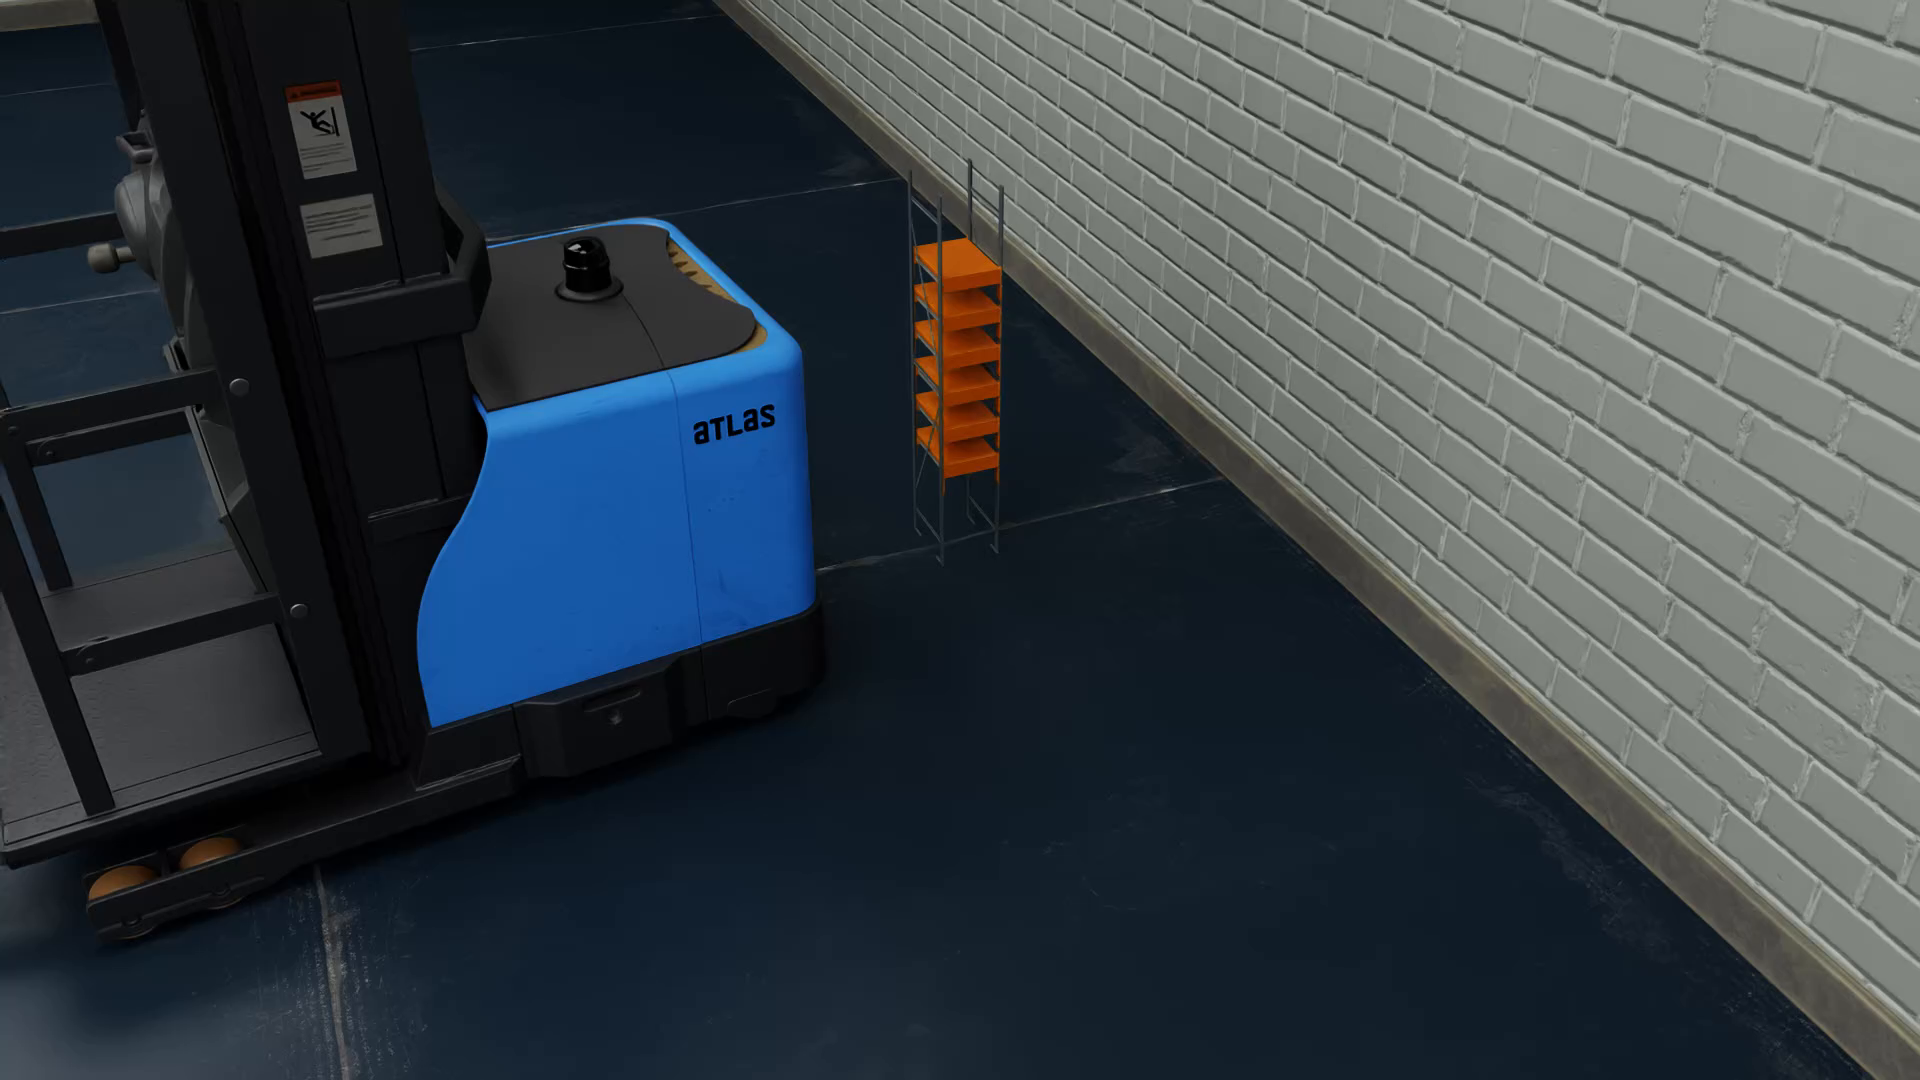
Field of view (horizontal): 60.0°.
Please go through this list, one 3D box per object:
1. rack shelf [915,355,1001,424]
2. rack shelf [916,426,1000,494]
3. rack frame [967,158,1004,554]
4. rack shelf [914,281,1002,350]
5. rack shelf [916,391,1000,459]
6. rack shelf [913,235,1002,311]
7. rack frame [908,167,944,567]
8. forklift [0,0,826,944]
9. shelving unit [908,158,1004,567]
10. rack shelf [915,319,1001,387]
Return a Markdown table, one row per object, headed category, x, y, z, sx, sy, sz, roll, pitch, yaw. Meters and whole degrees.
| category | x | y | z | sx | sy | sz | roll | pitch | yaw |
| --- | --- | --- | --- | --- | --- | --- | --- | --- | --- |
| rack shelf | -0.013 | -0.463 | 4.942 | 0.180 | 0.103 | 0.258 | -13 | 35 | -19 |
| rack shelf | -0.013 | -0.261 | 5.073 | 0.180 | 0.103 | 0.258 | -13 | 35 | -19 |
| rack frame | 0.071 | -0.519 | 4.948 | 0.006 | 1.200 | 0.240 | -13 | 35 | -19 |
| rack shelf | -0.013 | -0.664 | 4.811 | 0.180 | 0.103 | 0.258 | -13 | 35 | -19 |
| rack shelf | -0.013 | -0.362 | 5.008 | 0.180 | 0.103 | 0.258 | -13 | 35 | -19 |
| rack shelf | -0.013 | -0.764 | 4.746 | 0.180 | 0.103 | 0.258 | -13 | 35 | -19 |
| rack frame | -0.098 | -0.481 | 4.888 | 0.006 | 1.200 | 0.240 | -13 | 35 | -19 |
| forklift | -1.910 | -0.640 | 3.546 | 3.031 | 2.935 | 1.130 | -17 | 37 | -24 |
| shelving unit | -0.013 | -0.500 | 4.918 | 0.189 | 1.200 | 0.258 | -13 | 35 | -19 |
| rack shelf | -0.013 | -0.563 | 4.877 | 0.180 | 0.103 | 0.258 | -13 | 35 | -19 |
